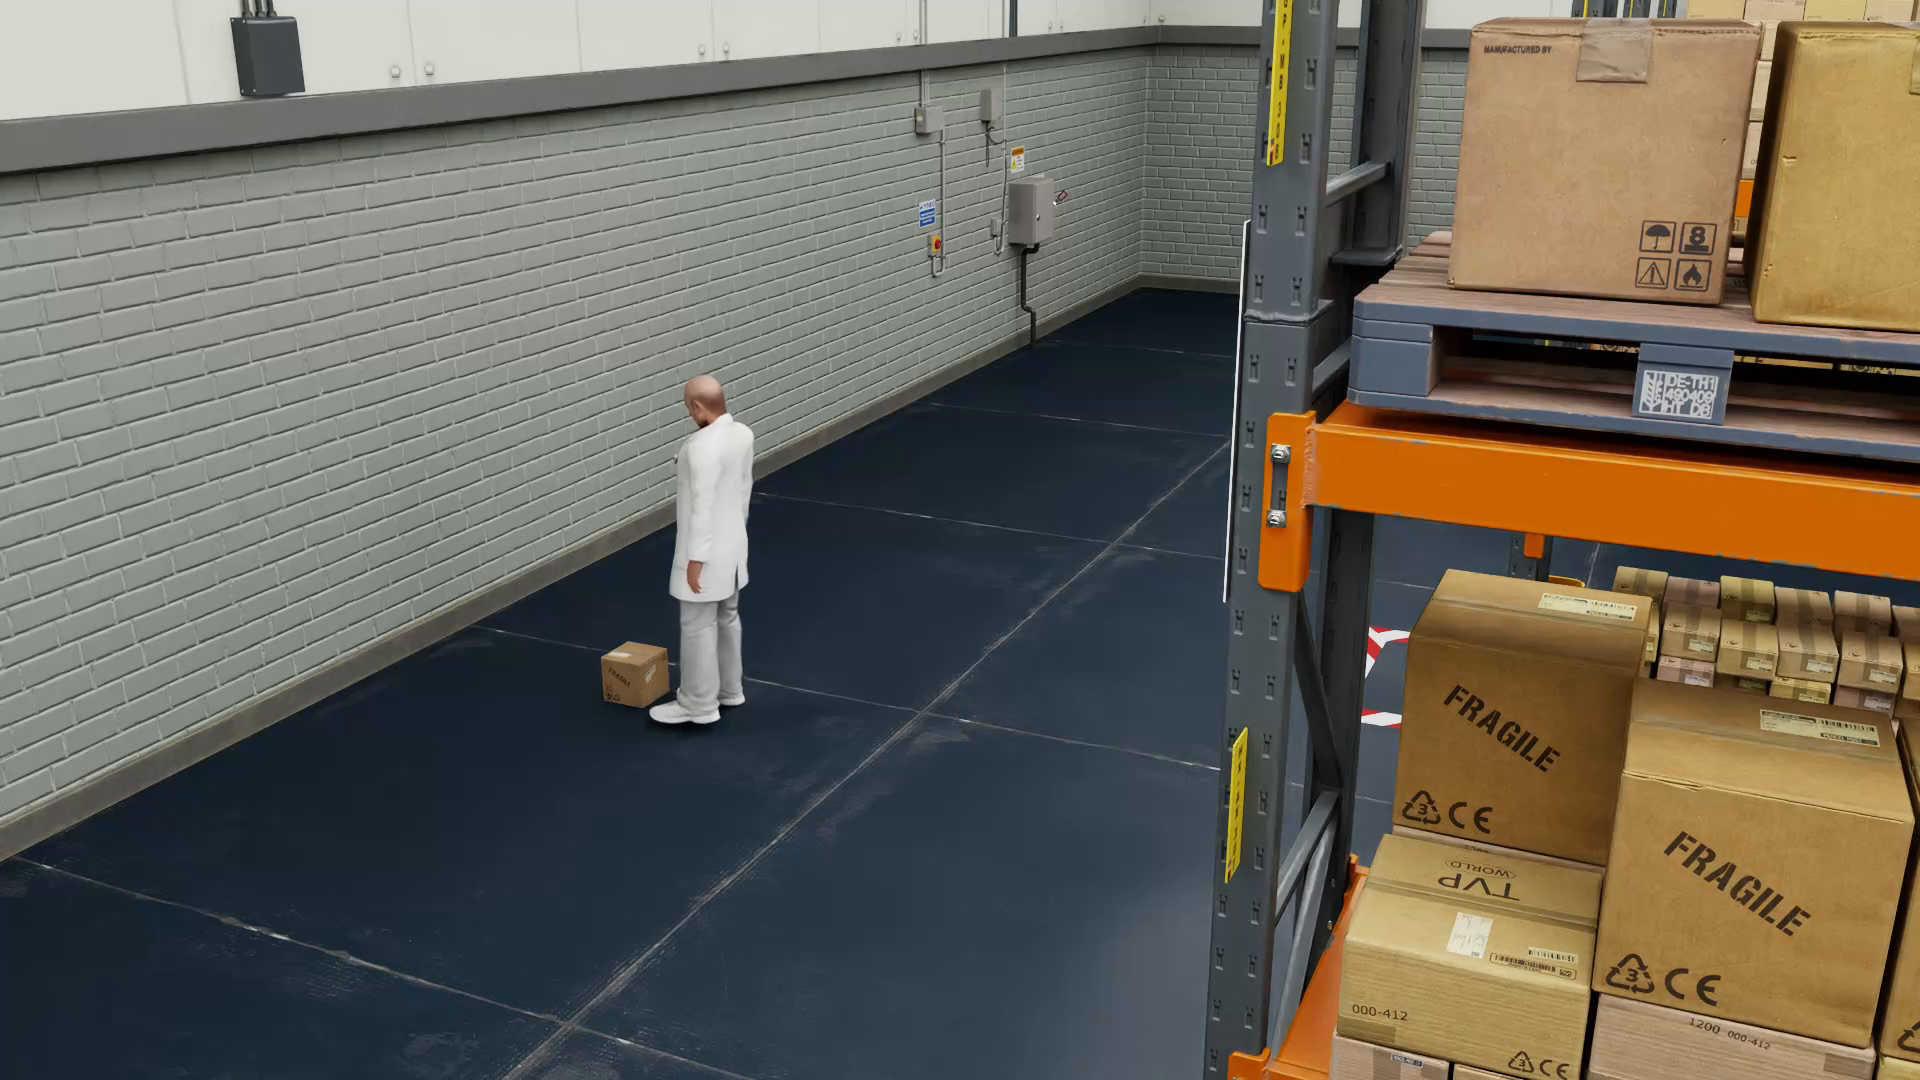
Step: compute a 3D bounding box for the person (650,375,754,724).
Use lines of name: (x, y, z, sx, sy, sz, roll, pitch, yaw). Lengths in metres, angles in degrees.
person: (-1.314, 0.037, 8.413, 0.465, 1.778, 0.595, 6, 20, 18)
